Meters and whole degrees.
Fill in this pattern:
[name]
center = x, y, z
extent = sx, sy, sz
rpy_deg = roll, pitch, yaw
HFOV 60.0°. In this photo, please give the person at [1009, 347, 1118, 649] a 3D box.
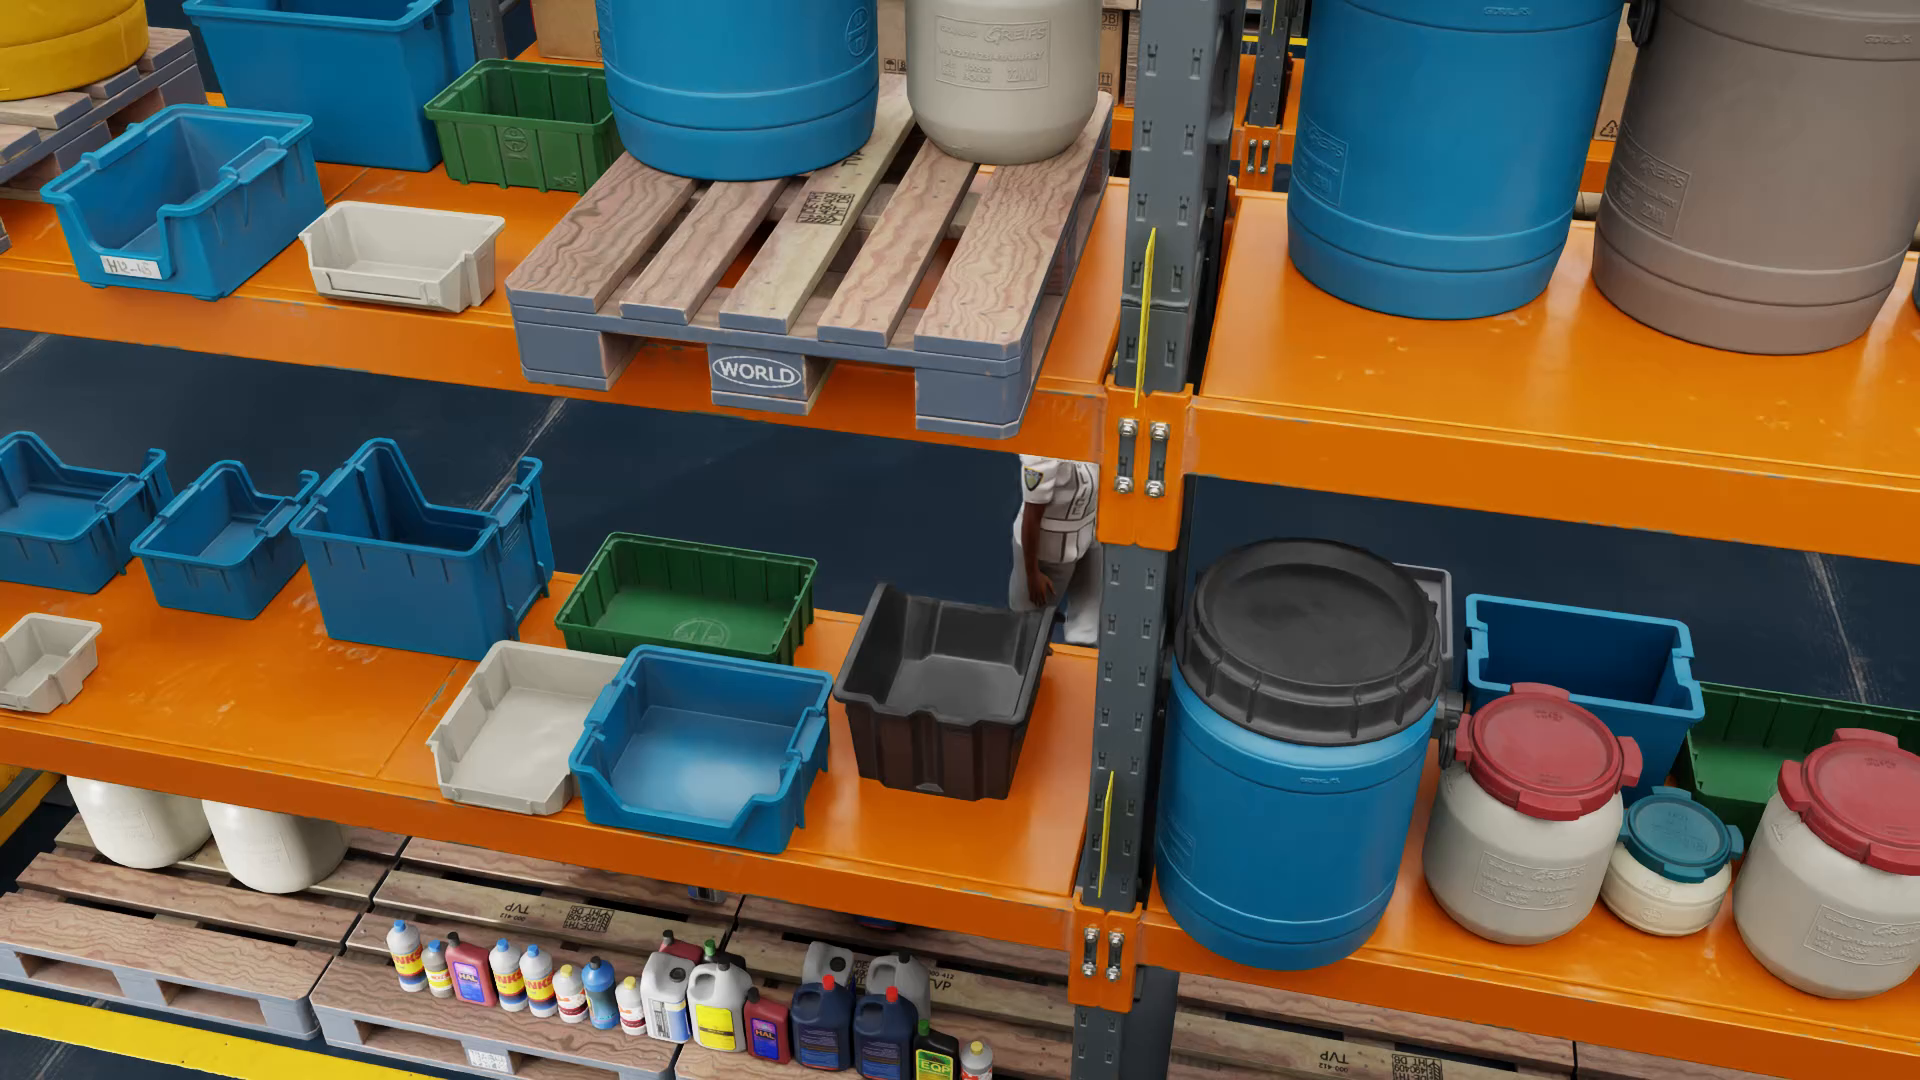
[person]
center = 0.360, 0.011, 6.125
extent = 0.649, 1.653, 0.484
rpy_deg = 20, 41, 25
